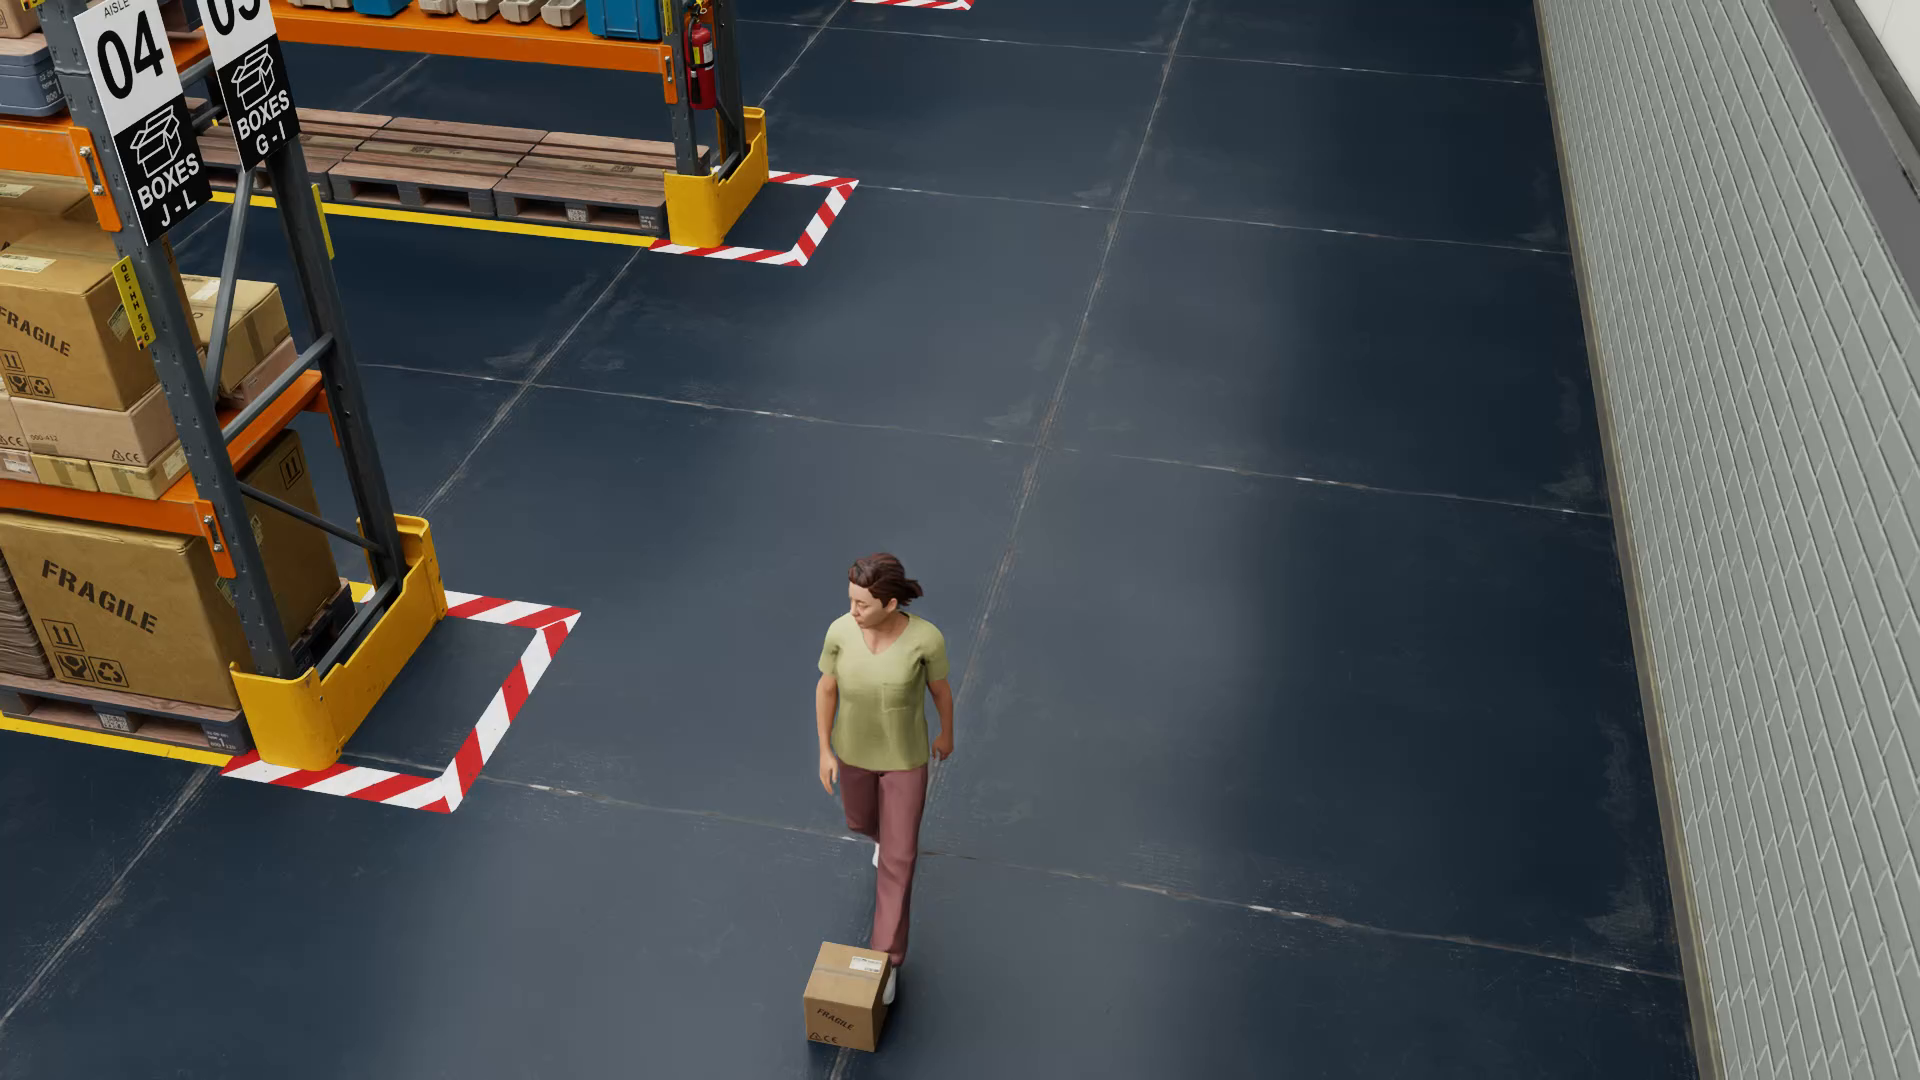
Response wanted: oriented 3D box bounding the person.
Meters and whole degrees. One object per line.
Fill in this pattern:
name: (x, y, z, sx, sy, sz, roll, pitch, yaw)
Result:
person: (-0.306, 0.794, 5.914, 0.470, 1.616, 0.961, 9, 38, 11)
